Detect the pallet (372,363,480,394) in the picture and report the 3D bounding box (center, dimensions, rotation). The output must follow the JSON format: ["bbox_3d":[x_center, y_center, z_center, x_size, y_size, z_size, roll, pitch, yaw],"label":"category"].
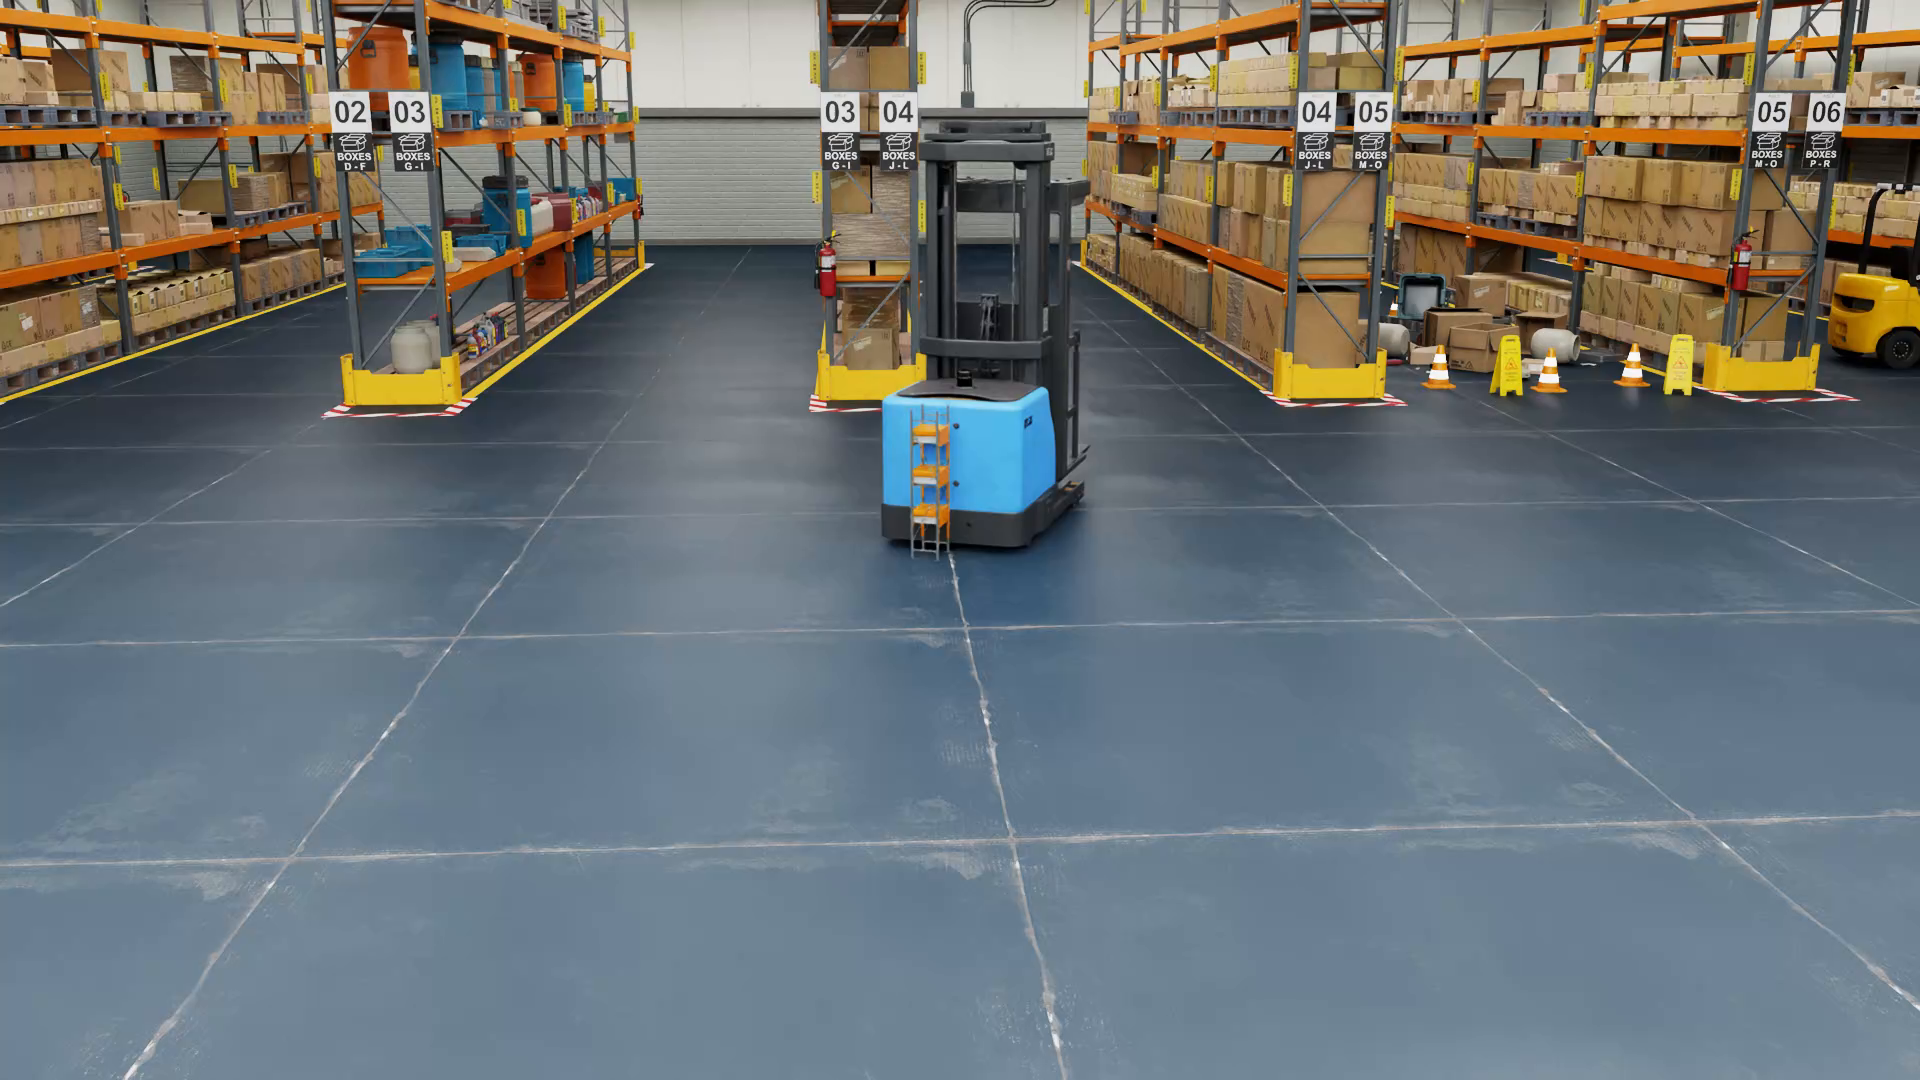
[{"bbox_3d":[-5.979,-1.776,18.507,1.003,0.211,1.213,-1,14,-3],"label":"pallet"}]

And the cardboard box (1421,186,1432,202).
[{"bbox_3d":[8.053,-5.795,27.828,0.500,0.250,0.500,-1,14,-5],"label":"cardboard box"}]

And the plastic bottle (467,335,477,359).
[{"bbox_3d":[-5.684,-2.254,19.359,0.097,0.271,0.097,0,14,0],"label":"plastic bottle"}]

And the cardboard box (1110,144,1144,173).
[{"bbox_3d":[2.975,-6.808,29.663,0.500,0.500,0.500,-1,14,-5],"label":"cardboard box"}]

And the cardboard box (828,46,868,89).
[{"bbox_3d":[-1.288,-5.252,18.597,0.500,0.500,0.500,-1,14,-3],"label":"cardboard box"}]

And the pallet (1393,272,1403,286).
[{"bbox_3d":[8.331,-4.579,29.400,1.003,0.211,1.213,-1,14,-3],"label":"pallet"}]

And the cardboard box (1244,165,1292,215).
[{"bbox_3d":[3.845,-4.129,19.588,0.875,0.550,0.500,-1,14,-3],"label":"cardboard box"}]

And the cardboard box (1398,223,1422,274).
[{"bbox_3d":[8.327,-5.142,29.412,0.875,0.875,0.875,0,14,-2],"label":"cardboard box"}]

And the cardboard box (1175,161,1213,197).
[{"bbox_3d":[3.573,-5.319,24.472,0.700,0.500,0.500,-1,14,-4],"label":"cardboard box"}]

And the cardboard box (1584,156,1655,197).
[{"bbox_3d":[8.515,-4.695,21.449,0.700,0.500,0.500,-1,14,-4],"label":"cardboard box"}]

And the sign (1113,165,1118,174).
[{"bbox_3d":[2.733,-6.428,29.251,0.100,0.325,0.005,-1,14,-3],"label":"sign"}]

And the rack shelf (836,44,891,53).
[{"bbox_3d":[-1.559,-7.833,26.658,1.077,0.370,4.000,-1,14,-3],"label":"rack shelf"}]

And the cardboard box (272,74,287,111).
[{"bbox_3d":[-11.612,-7.442,27.666,0.600,0.600,0.600,-2,15,-9],"label":"cardboard box"}]

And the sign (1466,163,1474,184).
[{"bbox_3d":[7.903,-5.677,25.747,0.100,0.325,0.005,-1,14,-3],"label":"sign"}]

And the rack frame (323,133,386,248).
[{"bbox_3d":[-11.818,-6.810,32.475,1.000,3.000,0.127,-1,14,-3],"label":"rack frame"}]

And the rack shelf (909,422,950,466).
[{"bbox_3d":[-0.207,-0.658,11.381,0.215,0.259,0.240,4,15,16],"label":"rack shelf"}]

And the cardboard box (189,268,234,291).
[{"bbox_3d":[-11.044,-3.837,24.471,0.500,0.311,0.500,-1,14,-2],"label":"cardboard box"}]

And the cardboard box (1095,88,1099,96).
[{"bbox_3d":[2.775,-8.552,31.723,0.380,0.149,0.250,-1,14,-3],"label":"cardboard box"}]

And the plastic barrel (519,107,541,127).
[{"bbox_3d":[-6.066,-5.969,23.464,0.301,0.262,0.301,0,14,0],"label":"plastic barrel"}]

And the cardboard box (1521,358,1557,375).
[{"bbox_3d":[6.855,-2.050,19.695,0.380,0.149,0.250,7,16,26],"label":"cardboard box"}]

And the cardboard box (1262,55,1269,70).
[{"bbox_3d":[3.596,-5.334,18.579,0.380,0.149,0.250,-1,14,-3],"label":"cardboard box"}]

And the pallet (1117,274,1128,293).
[{"bbox_3d":[3.324,-4.475,28.994,1.003,0.211,1.213,-1,14,-3],"label":"pallet"}]

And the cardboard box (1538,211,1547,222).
[{"bbox_3d":[8.327,-4.529,23.270,0.380,0.149,0.250,-1,14,-3],"label":"cardboard box"}]

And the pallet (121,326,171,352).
[{"bbox_3d":[-11.159,-2.658,21.933,1.003,0.211,1.213,-1,14,-3],"label":"pallet"}]

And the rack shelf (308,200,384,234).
[{"bbox_3d":[-11.694,-5.964,30.631,1.077,0.370,4.000,-1,14,-3],"label":"rack shelf"}]

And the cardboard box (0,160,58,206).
[{"bbox_3d":[-10.978,-4.142,19.301,0.700,0.500,0.500,-1,14,-3],"label":"cardboard box"}]

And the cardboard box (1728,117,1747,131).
[{"bbox_3d":[8.651,-4.551,18.180,0.380,0.149,0.250,-1,14,-3],"label":"cardboard box"}]

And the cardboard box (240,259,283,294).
[{"bbox_3d":[-11.129,-4.196,26.447,0.500,0.500,0.500,-1,14,-4],"label":"cardboard box"}]

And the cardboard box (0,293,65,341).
[{"bbox_3d":[-10.728,-2.576,19.188,0.500,0.500,0.500,-1,14,-3],"label":"cardboard box"}]

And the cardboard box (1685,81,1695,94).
[{"bbox_3d":[8.662,-5.251,19.299,0.380,0.149,0.250,-1,14,-5],"label":"cardboard box"}]

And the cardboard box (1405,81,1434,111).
[{"bbox_3d":[7.974,-7.601,28.486,0.500,0.500,0.500,-1,14,-4],"label":"cardboard box"}]

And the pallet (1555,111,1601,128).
[{"bbox_3d":[8.772,-5.648,22.314,1.213,0.211,1.003,-1,14,-3],"label":"pallet"}]

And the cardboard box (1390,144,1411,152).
[{"bbox_3d":[7.872,-7.039,29.854,0.380,0.149,0.250,-1,14,-5],"label":"cardboard box"}]

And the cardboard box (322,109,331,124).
[{"bbox_3d":[-11.380,-7.445,29.222,0.500,0.250,0.500,-1,14,-3],"label":"cardboard box"}]

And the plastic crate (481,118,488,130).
[{"bbox_3d":[-5.627,-4.833,19.301,0.243,0.136,0.396,-1,14,-3],"label":"plastic crate"}]

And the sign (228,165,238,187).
[{"bbox_3d":[-10.768,-5.391,24.634,0.100,0.325,0.005,-1,14,-3],"label":"sign"}]

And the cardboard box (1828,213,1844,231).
[{"bbox_3d":[13.259,-4.763,24.820,0.500,0.250,0.500,-1,14,-5],"label":"cardboard box"}]

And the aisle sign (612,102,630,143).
[{"bbox_3d":[-6.586,-8.167,32.532,0.394,0.787,0.004,-1,14,-3],"label":"aisle sign"}]

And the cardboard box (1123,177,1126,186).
[{"bbox_3d":[2.921,-5.962,27.646,0.380,0.149,0.250,0,14,-1],"label":"cardboard box"}]

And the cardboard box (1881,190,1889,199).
[{"bbox_3d":[13.316,-4.907,23.577,0.380,0.149,0.250,-1,14,-5],"label":"cardboard box"}]

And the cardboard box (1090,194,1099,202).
[{"bbox_3d":[2.740,-6.676,32.457,0.380,0.149,0.250,-1,14,-5],"label":"cardboard box"}]

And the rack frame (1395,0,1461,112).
[{"bbox_3d":[8.208,-9.026,29.046,1.000,3.000,0.127,-1,14,-3],"label":"rack frame"}]

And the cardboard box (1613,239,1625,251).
[{"bbox_3d":[8.498,-3.736,21.031,0.380,0.149,0.250,0,14,-2],"label":"cardboard box"}]

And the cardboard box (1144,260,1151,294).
[{"bbox_3d":[3.220,-4.176,26.412,0.500,0.500,0.500,-1,14,-4],"label":"cardboard box"}]

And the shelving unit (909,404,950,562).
[{"bbox_3d":[-0.207,-0.394,11.450,0.215,1.050,0.252,4,15,16],"label":"shelving unit"}]

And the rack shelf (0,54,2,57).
[{"bbox_3d":[-16.390,-7.604,25.766,1.077,0.370,4.000,-1,14,-3],"label":"rack shelf"}]

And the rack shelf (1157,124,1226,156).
[{"bbox_3d":[3.646,-5.631,23.315,1.077,0.370,4.000,-1,14,-3],"label":"rack shelf"}]

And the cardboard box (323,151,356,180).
[{"bbox_3d":[-11.415,-6.854,30.438,0.500,0.500,0.500,0,14,-2],"label":"cardboard box"}]

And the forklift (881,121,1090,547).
[{"bbox_3d":[0.355,-1.691,12.718,1.130,2.935,3.031,4,15,16],"label":"forklift"}]

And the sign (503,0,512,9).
[{"bbox_3d":[-5.581,-6.711,20.470,0.100,0.325,0.005,-1,14,-3],"label":"sign"}]

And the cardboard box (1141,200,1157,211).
[{"bbox_3d":[3.033,-5.221,25.961,0.380,0.149,0.250,-1,14,-3],"label":"cardboard box"}]

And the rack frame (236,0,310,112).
[{"bbox_3d":[-11.570,-8.721,27.861,1.000,3.000,0.127,-1,14,-3],"label":"rack frame"}]

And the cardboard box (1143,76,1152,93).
[{"bbox_3d":[3.137,-7.312,26.669,0.396,0.266,0.258,-1,14,-3],"label":"cardboard box"}]

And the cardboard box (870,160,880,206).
[{"bbox_3d":[-0.795,-4.174,19.424,0.500,0.500,0.500,-1,14,-3],"label":"cardboard box"}]
